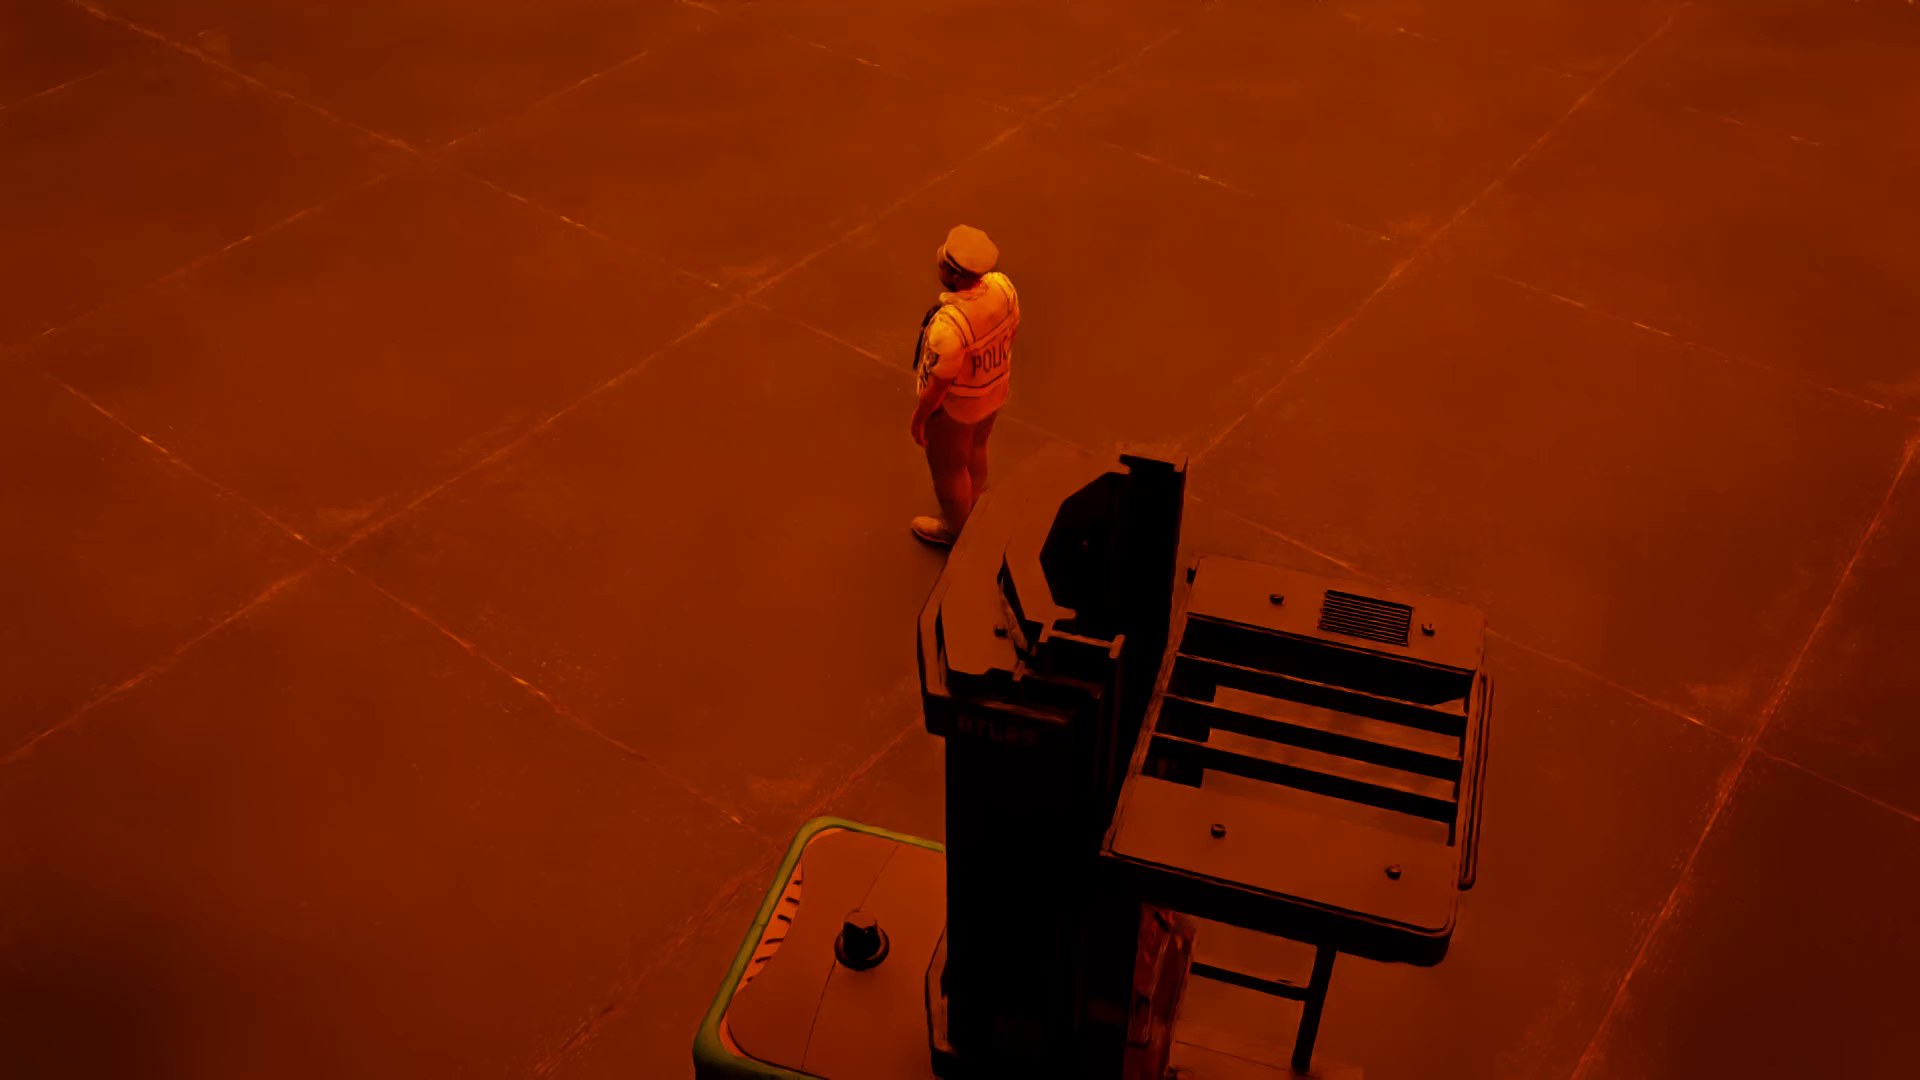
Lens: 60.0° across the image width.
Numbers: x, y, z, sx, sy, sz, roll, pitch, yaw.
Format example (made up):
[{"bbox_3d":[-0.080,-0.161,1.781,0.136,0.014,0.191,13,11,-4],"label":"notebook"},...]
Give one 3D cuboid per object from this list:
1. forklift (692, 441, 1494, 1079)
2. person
[{"bbox_3d":[0.761,1.201,4.665,3.031,2.935,1.130,12,42,13],"label":"forklift"},{"bbox_3d":[-0.055,-0.718,7.796,0.574,1.773,0.640,26,47,28],"label":"person"}]
